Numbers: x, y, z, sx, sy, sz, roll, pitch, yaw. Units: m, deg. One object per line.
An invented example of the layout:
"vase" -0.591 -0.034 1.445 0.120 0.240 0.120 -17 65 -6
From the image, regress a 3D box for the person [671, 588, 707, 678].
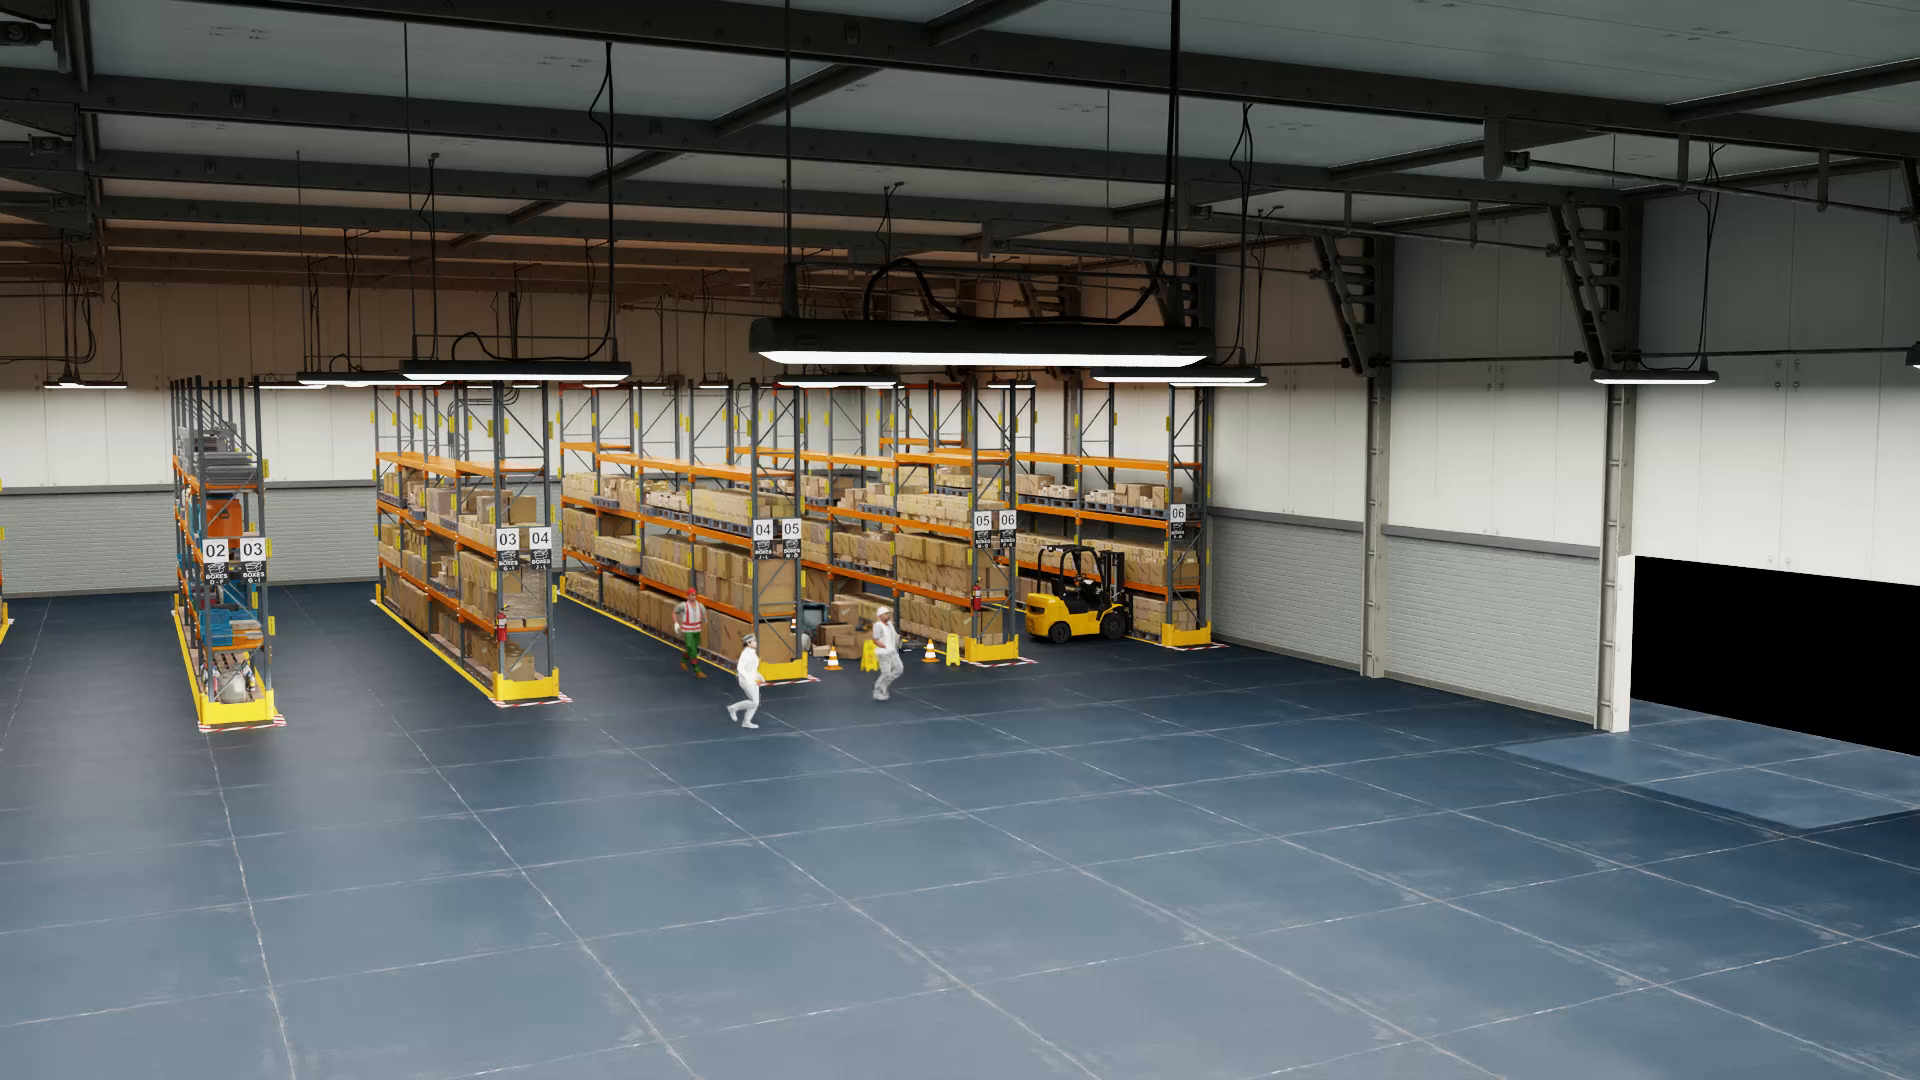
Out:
"person" -5.390 1.834 33.339 0.675 1.766 1.018 -4 7 -40

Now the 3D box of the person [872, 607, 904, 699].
"person" -1.345 2.100 30.934 0.573 1.737 0.695 3 6 27

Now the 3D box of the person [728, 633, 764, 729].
"person" -3.648 2.395 28.341 0.581 1.644 0.605 1 5 7
